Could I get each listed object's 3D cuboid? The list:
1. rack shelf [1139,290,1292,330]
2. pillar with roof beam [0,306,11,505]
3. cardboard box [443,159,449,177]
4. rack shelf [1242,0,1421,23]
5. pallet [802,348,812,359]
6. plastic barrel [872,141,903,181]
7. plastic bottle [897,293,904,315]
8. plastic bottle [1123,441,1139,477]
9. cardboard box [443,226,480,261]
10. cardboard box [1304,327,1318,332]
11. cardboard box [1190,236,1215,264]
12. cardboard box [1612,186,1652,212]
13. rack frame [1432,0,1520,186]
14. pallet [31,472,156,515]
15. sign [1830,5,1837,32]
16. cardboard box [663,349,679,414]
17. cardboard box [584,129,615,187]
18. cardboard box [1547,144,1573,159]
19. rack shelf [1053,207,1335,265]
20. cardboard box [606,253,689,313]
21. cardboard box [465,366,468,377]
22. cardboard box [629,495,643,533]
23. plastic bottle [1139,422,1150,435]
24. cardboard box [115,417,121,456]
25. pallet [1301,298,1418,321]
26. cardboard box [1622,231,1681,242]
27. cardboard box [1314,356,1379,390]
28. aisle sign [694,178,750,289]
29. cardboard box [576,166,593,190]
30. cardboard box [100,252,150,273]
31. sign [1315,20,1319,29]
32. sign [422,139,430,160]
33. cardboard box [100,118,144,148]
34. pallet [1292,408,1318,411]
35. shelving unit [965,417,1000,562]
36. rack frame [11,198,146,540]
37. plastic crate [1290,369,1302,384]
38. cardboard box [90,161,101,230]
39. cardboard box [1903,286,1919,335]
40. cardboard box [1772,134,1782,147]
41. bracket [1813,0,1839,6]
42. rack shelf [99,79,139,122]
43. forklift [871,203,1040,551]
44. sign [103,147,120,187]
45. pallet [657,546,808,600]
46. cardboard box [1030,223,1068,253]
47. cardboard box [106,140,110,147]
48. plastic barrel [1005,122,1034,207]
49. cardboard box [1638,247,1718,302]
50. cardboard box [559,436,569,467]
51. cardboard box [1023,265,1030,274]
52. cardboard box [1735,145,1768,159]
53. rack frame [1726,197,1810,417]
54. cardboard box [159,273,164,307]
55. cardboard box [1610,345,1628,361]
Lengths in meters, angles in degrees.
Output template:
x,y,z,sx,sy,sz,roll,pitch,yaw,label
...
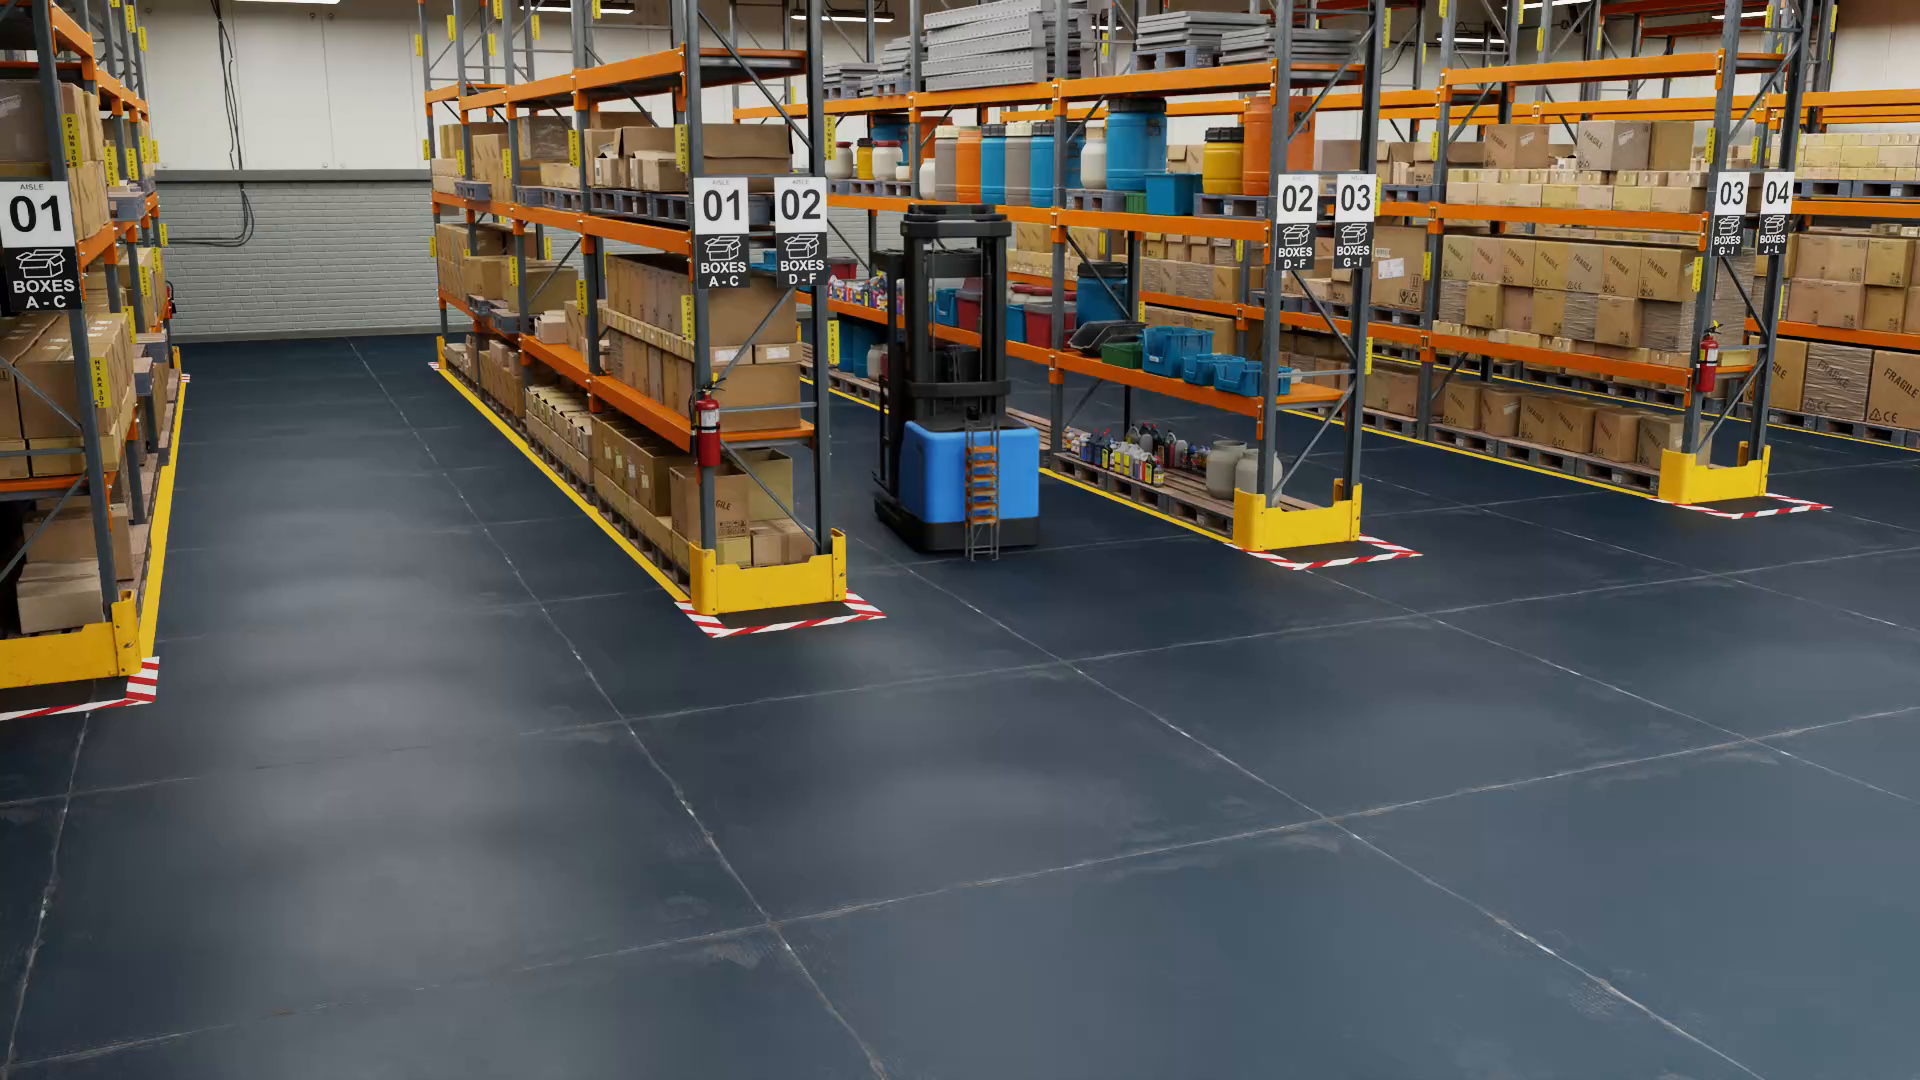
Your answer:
x,y,z,sx,sy,sz,roll,pitch,yaw,label
3.598,-3.597,25.356,1.077,0.370,4.000,-6,14,-23,rack shelf
-5.544,-5.157,17.195,9.100,9.000,0.400,-6,14,-23,pillar with roof beam
-7.320,-5.485,24.489,0.500,0.250,0.500,-6,14,-23,cardboard box
6.581,-9.393,29.720,1.077,0.370,4.000,-6,14,-23,rack shelf
-2.564,-2.956,27.173,1.003,0.211,1.213,-6,14,-23,pallet
-0.988,-5.172,22.679,0.433,0.535,0.433,0,13,0,plastic barrel
-0.785,-3.123,21.970,0.061,0.283,0.133,-6,14,-23,plastic bottle
1.726,-0.815,16.638,0.144,0.351,0.185,-5,14,-21,plastic bottle
-7.536,-4.503,25.232,0.500,0.500,0.500,-5,14,-22,cardboard box
6.498,-3.868,30.320,0.380,0.149,0.250,-6,14,-23,cardboard box
3.862,-4.359,24.606,0.797,0.503,0.637,-5,14,-22,cardboard box
6.975,-3.450,16.802,0.500,0.250,0.500,-6,14,-23,cardboard box
6.001,-5.631,19.242,1.000,3.000,0.127,-6,14,-23,rack frame
-8.420,-0.421,16.219,1.003,0.211,1.213,-6,14,-23,pallet
11.105,-6.635,21.159,0.100,0.325,0.005,-6,14,-23,sign
-2.058,-1.345,13.808,0.700,0.500,0.500,-6,14,-23,cardboard box
-3.117,-3.469,15.090,0.500,0.500,0.500,-4,14,-18,cardboard box
11.307,-7.297,31.710,0.797,0.503,0.637,-4,14,-19,cardboard box
2.264,-2.958,15.943,1.077,0.370,4.000,-6,14,-23,rack shelf
-2.894,-2.404,15.504,0.700,0.500,0.500,-6,14,-23,cardboard box
-6.975,-2.456,24.178,0.380,0.149,0.250,-6,14,-23,cardboard box
-2.572,-0.246,14.445,0.500,0.250,0.500,-6,14,-23,cardboard box
1.985,-1.078,17.772,0.144,0.351,0.185,-6,14,-24,plastic bottle
-6.138,-0.712,11.581,0.500,0.250,0.500,-6,14,-25,cardboard box
5.229,-3.036,21.760,1.003,0.211,1.213,-6,14,-23,pallet
9.771,-4.088,23.442,0.700,0.500,0.500,-6,14,-24,cardboard box
5.153,-2.164,22.137,0.700,0.500,0.500,-4,14,-18,cardboard box
-1.718,-2.214,12.019,0.394,0.787,0.004,-6,14,-23,aisle sign
-3.538,-3.648,16.730,0.500,0.250,0.500,-7,15,-28,cardboard box
-9.997,-3.302,19.896,0.500,0.250,0.500,-5,14,-22,cardboard box
4.892,-7.002,22.919,0.100,0.325,0.005,-6,14,-23,sign
-8.381,-6.131,26.119,0.100,0.325,0.005,-6,14,-23,sign
-10.848,-5.198,21.542,0.500,0.500,0.500,-6,14,-23,cardboard box
4.711,-2.014,23.105,1.003,0.211,1.213,-6,14,-23,pallet
0.188,-0.422,14.034,0.258,1.200,0.189,-4,13,-15,shelving unit
-7.615,-1.366,14.119,1.000,3.000,0.127,-6,14,-23,rack frame
3.002,-1.520,15.369,0.298,0.136,0.250,-6,14,-23,plastic crate
-6.545,-2.481,12.018,0.500,0.500,0.500,-5,14,-19,cardboard box
11.649,-2.693,19.521,0.875,0.550,0.550,-6,14,-23,cardboard box
10.421,-5.010,20.848,0.380,0.149,0.250,-5,14,-22,cardboard box
16.811,-10.489,32.250,0.235,0.232,0.430,-6,14,-23,bracket
-10.018,-4.983,18.925,1.077,0.370,4.000,-6,14,-23,rack shelf
-0.184,-1.620,15.371,1.130,2.935,3.031,-4,13,-15,forklift
-7.120,-3.130,13.941,0.100,0.325,0.005,-6,14,-23,sign
-1.820,0.217,13.466,1.003,0.211,1.213,-6,14,-23,pallet
1.552,-5.291,29.089,0.500,0.500,0.500,-6,14,-24,cardboard box
-9.934,-4.232,18.653,0.700,0.500,0.500,-5,14,-20,cardboard box
0.798,-4.187,18.544,0.600,0.901,0.600,0,13,0,plastic barrel
7.157,-2.654,16.585,0.500,0.500,0.500,-6,14,-23,cardboard box
-3.915,-0.949,17.484,0.500,0.250,0.500,-5,14,-22,cardboard box
1.347,-4.802,29.524,0.380,0.149,0.250,-6,14,-24,cardboard box
13.190,-6.210,27.237,0.797,0.503,0.637,-7,15,-26,cardboard box
10.586,-3.135,21.764,1.000,3.000,0.127,-6,14,-23,rack frame
-11.609,-3.579,23.017,0.980,0.700,0.700,-6,14,-26,cardboard box
6.967,-1.951,17.206,0.380,0.149,0.250,-6,14,-23,cardboard box
